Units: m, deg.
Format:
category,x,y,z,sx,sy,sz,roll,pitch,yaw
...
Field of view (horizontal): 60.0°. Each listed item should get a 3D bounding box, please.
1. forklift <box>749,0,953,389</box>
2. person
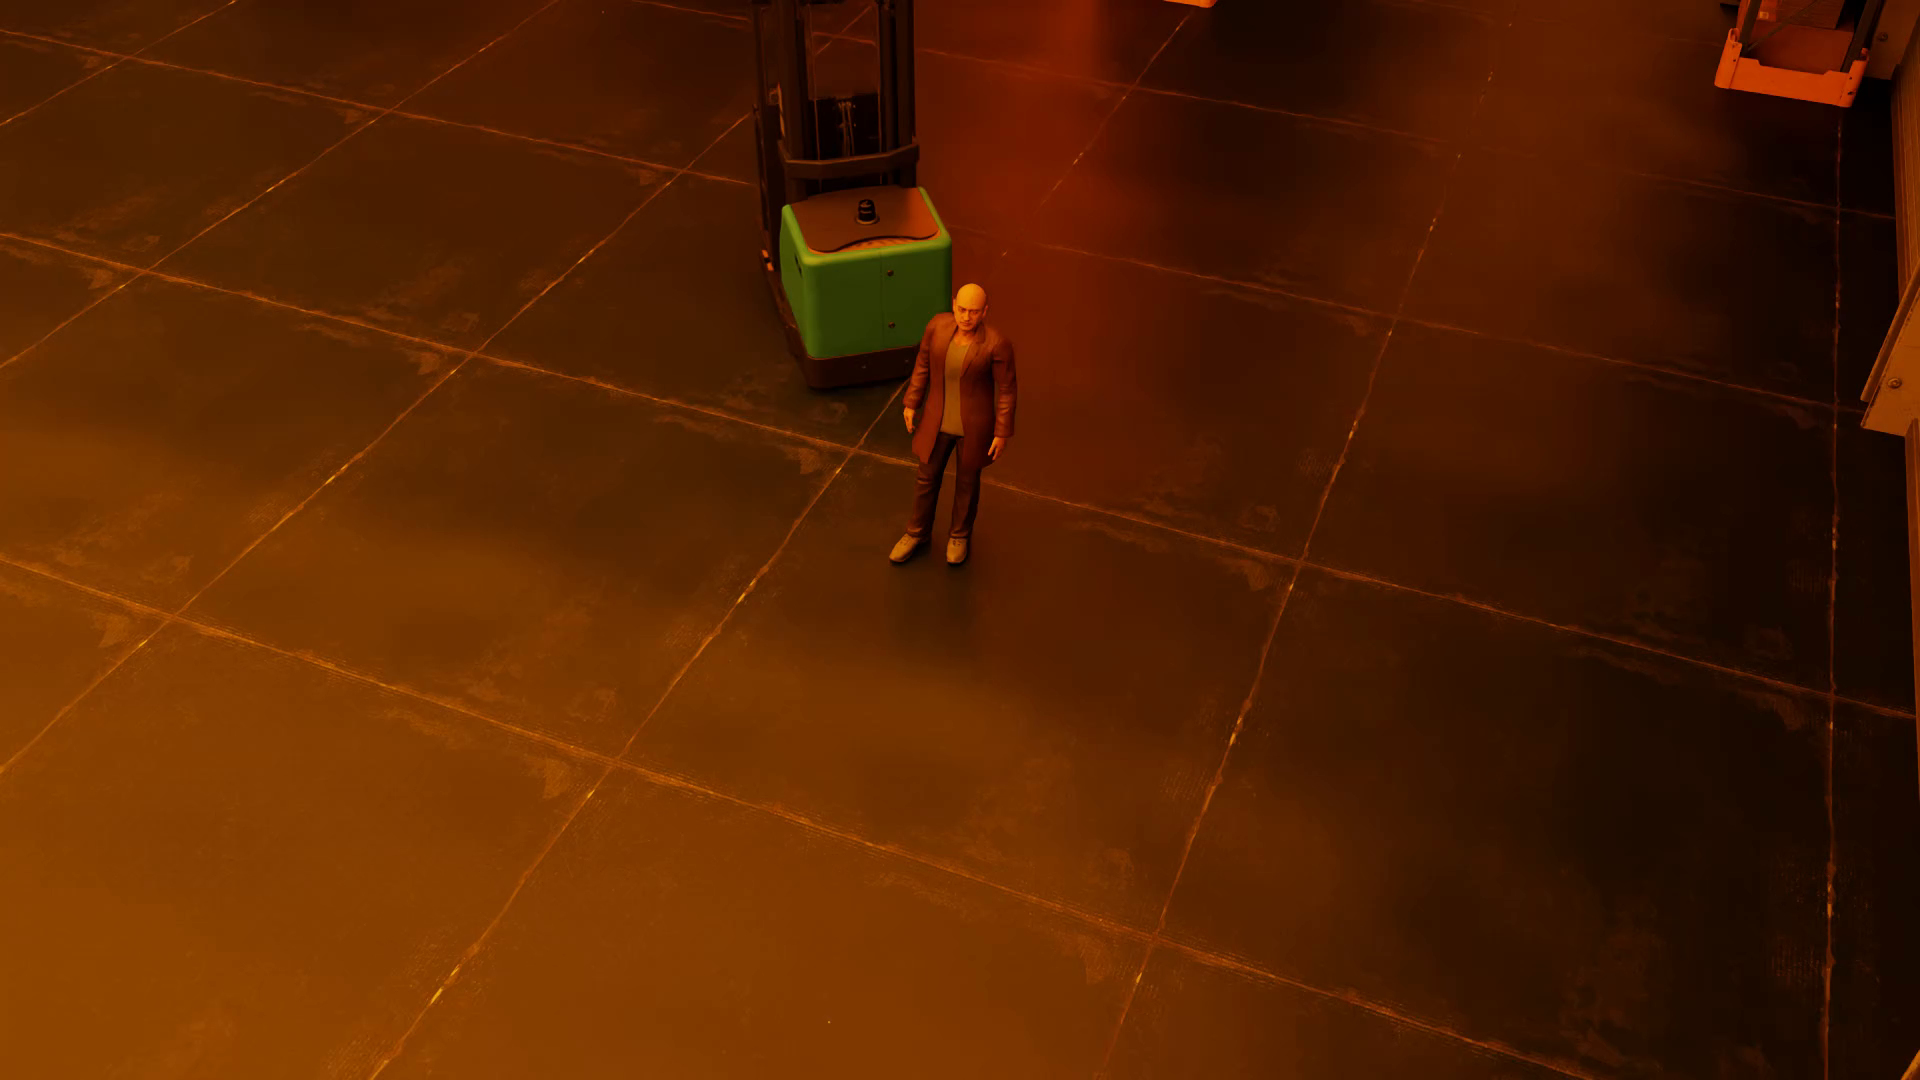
category,x,y,z,sx,sy,sz,roll,pitch,yaw
forklift,-0.917,-3.117,11.730,1.130,2.935,3.031,-10,41,-12
person,-0.039,-0.635,9.652,0.694,1.776,0.582,15,42,17
